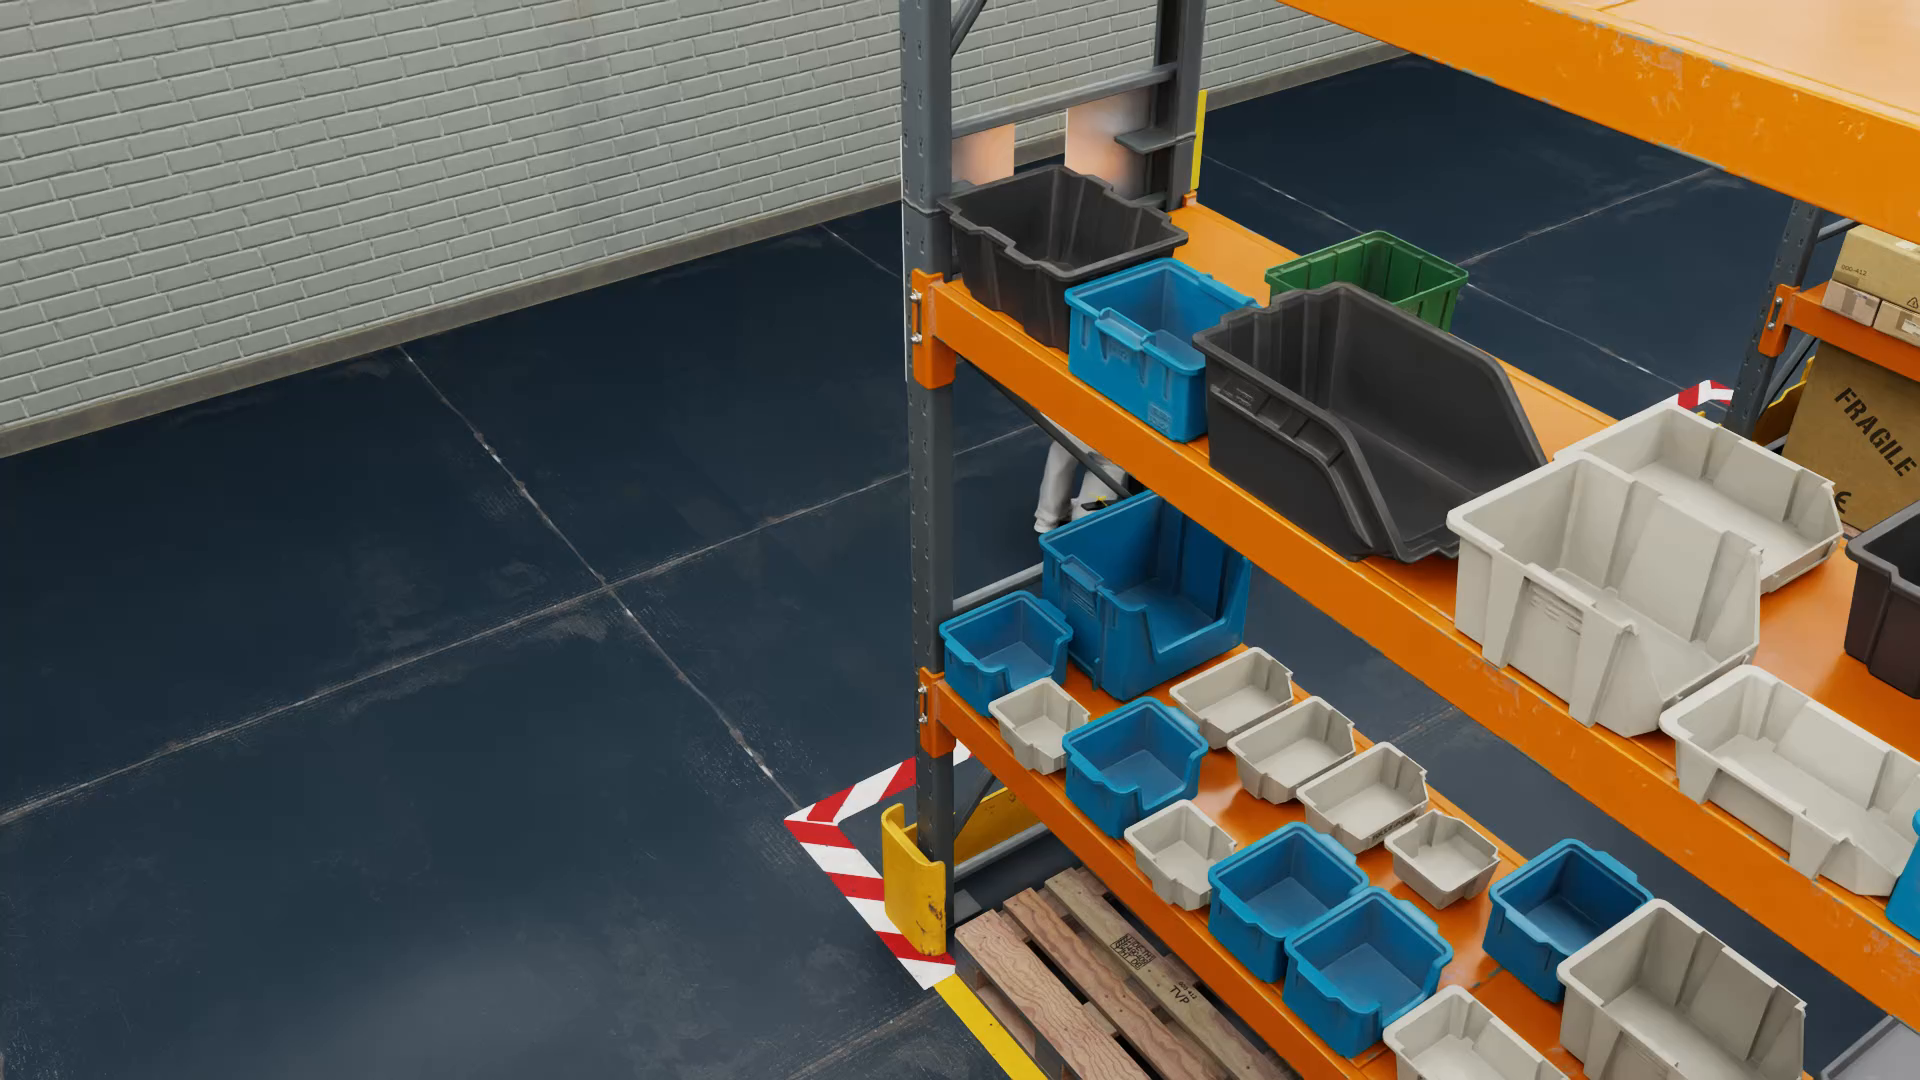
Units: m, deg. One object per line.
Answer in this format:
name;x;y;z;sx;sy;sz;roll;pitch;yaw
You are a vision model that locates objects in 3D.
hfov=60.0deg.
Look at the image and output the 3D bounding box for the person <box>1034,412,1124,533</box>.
person;0.746;-0.700;8.233;0.815;1.492;0.546;-23;42;-29
